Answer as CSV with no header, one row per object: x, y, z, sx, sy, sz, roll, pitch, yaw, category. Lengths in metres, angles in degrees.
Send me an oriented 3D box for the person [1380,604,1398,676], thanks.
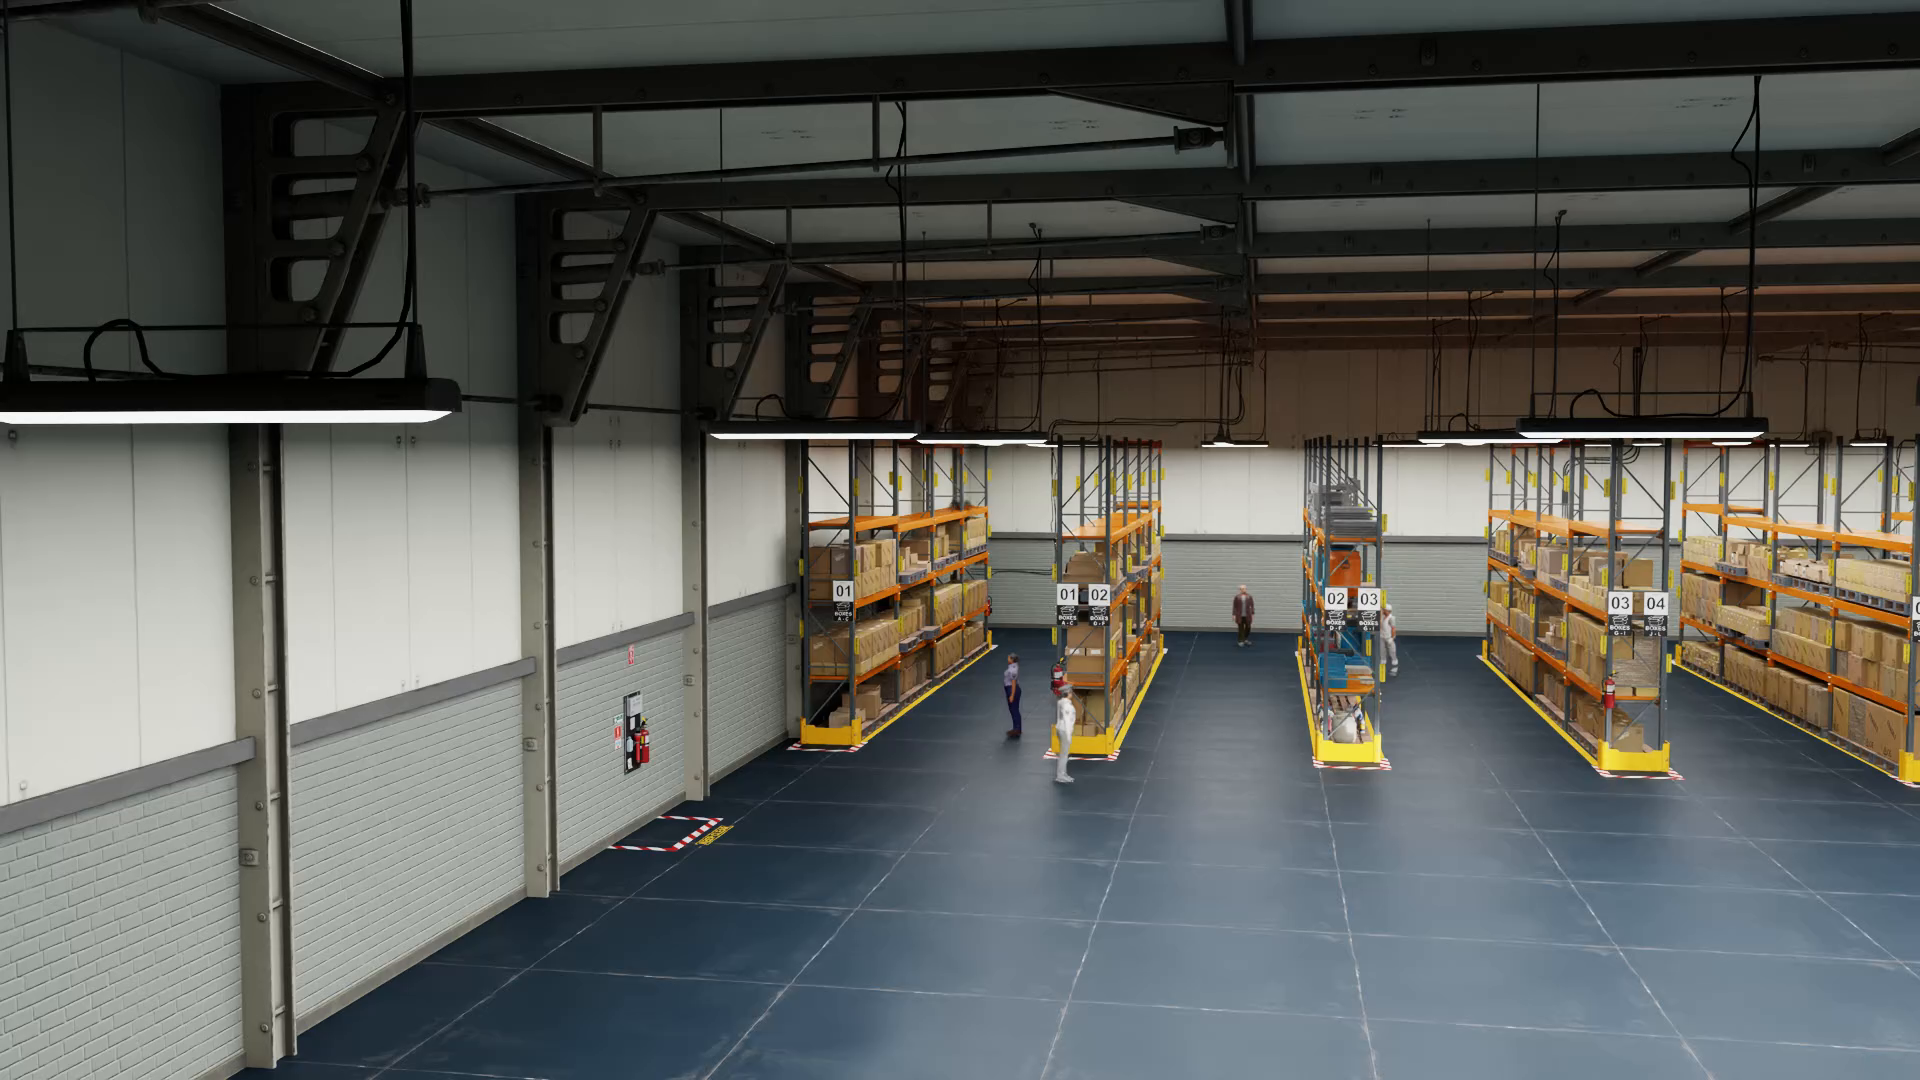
10.891,2.547,42.384,0.441,1.816,0.572,-2,4,-31,person

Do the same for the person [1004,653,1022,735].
1.062,3.094,33.442,0.371,1.661,0.580,0,3,8,person

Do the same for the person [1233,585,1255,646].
8.304,2.213,48.646,0.644,1.766,0.507,0,3,6,person

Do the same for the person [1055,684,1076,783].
1.832,3.343,28.712,0.376,1.725,0.530,-1,3,-13,person
